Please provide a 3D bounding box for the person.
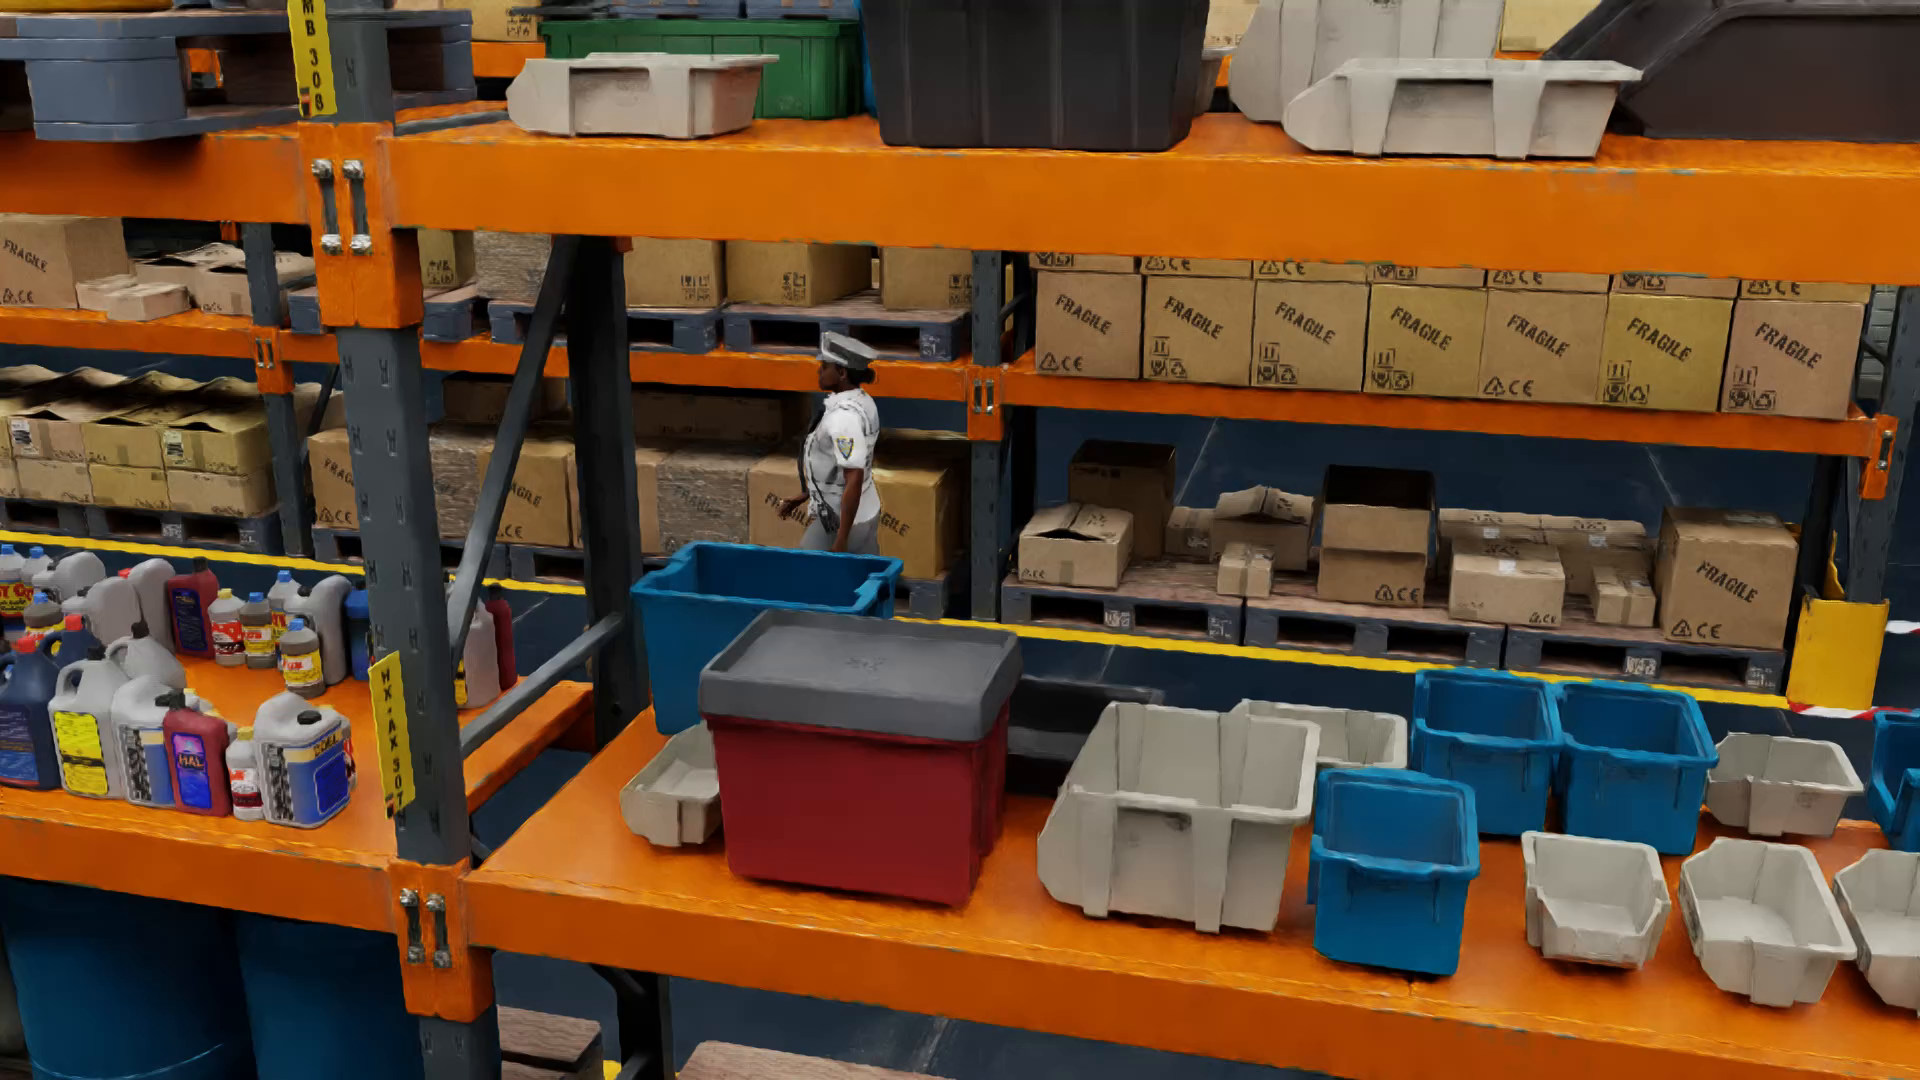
[{"bbox_3d":[-0.627,-0.097,7.326,0.768,1.673,0.522,3,19,8],"label":"person"}]
